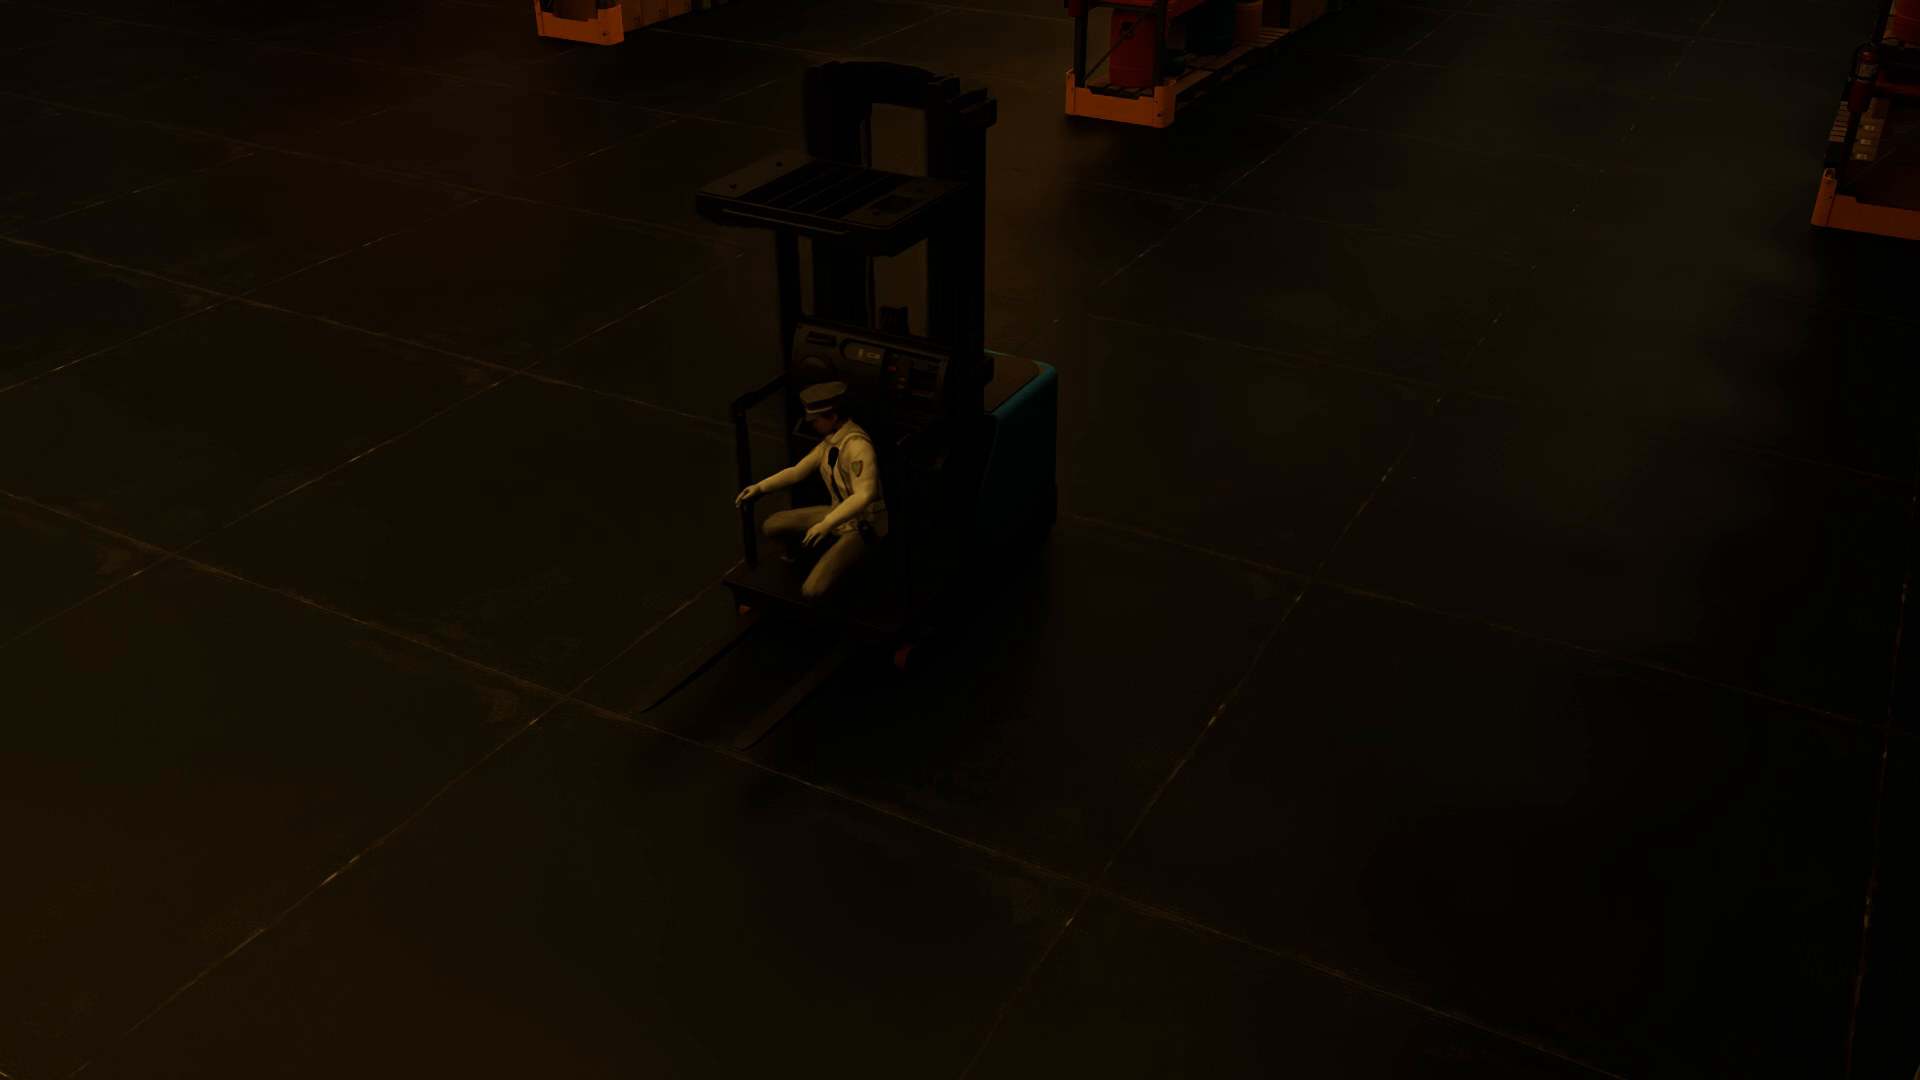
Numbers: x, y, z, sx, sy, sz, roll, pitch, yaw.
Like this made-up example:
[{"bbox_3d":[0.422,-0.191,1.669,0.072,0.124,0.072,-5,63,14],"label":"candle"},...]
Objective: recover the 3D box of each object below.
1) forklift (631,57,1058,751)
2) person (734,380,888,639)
[{"bbox_3d":[-0.577,-0.827,8.504,1.130,2.935,3.031,16,33,25],"label":"forklift"},{"bbox_3d":[-0.775,-0.130,8.663,0.732,1.397,0.833,-13,32,-21],"label":"person"}]
